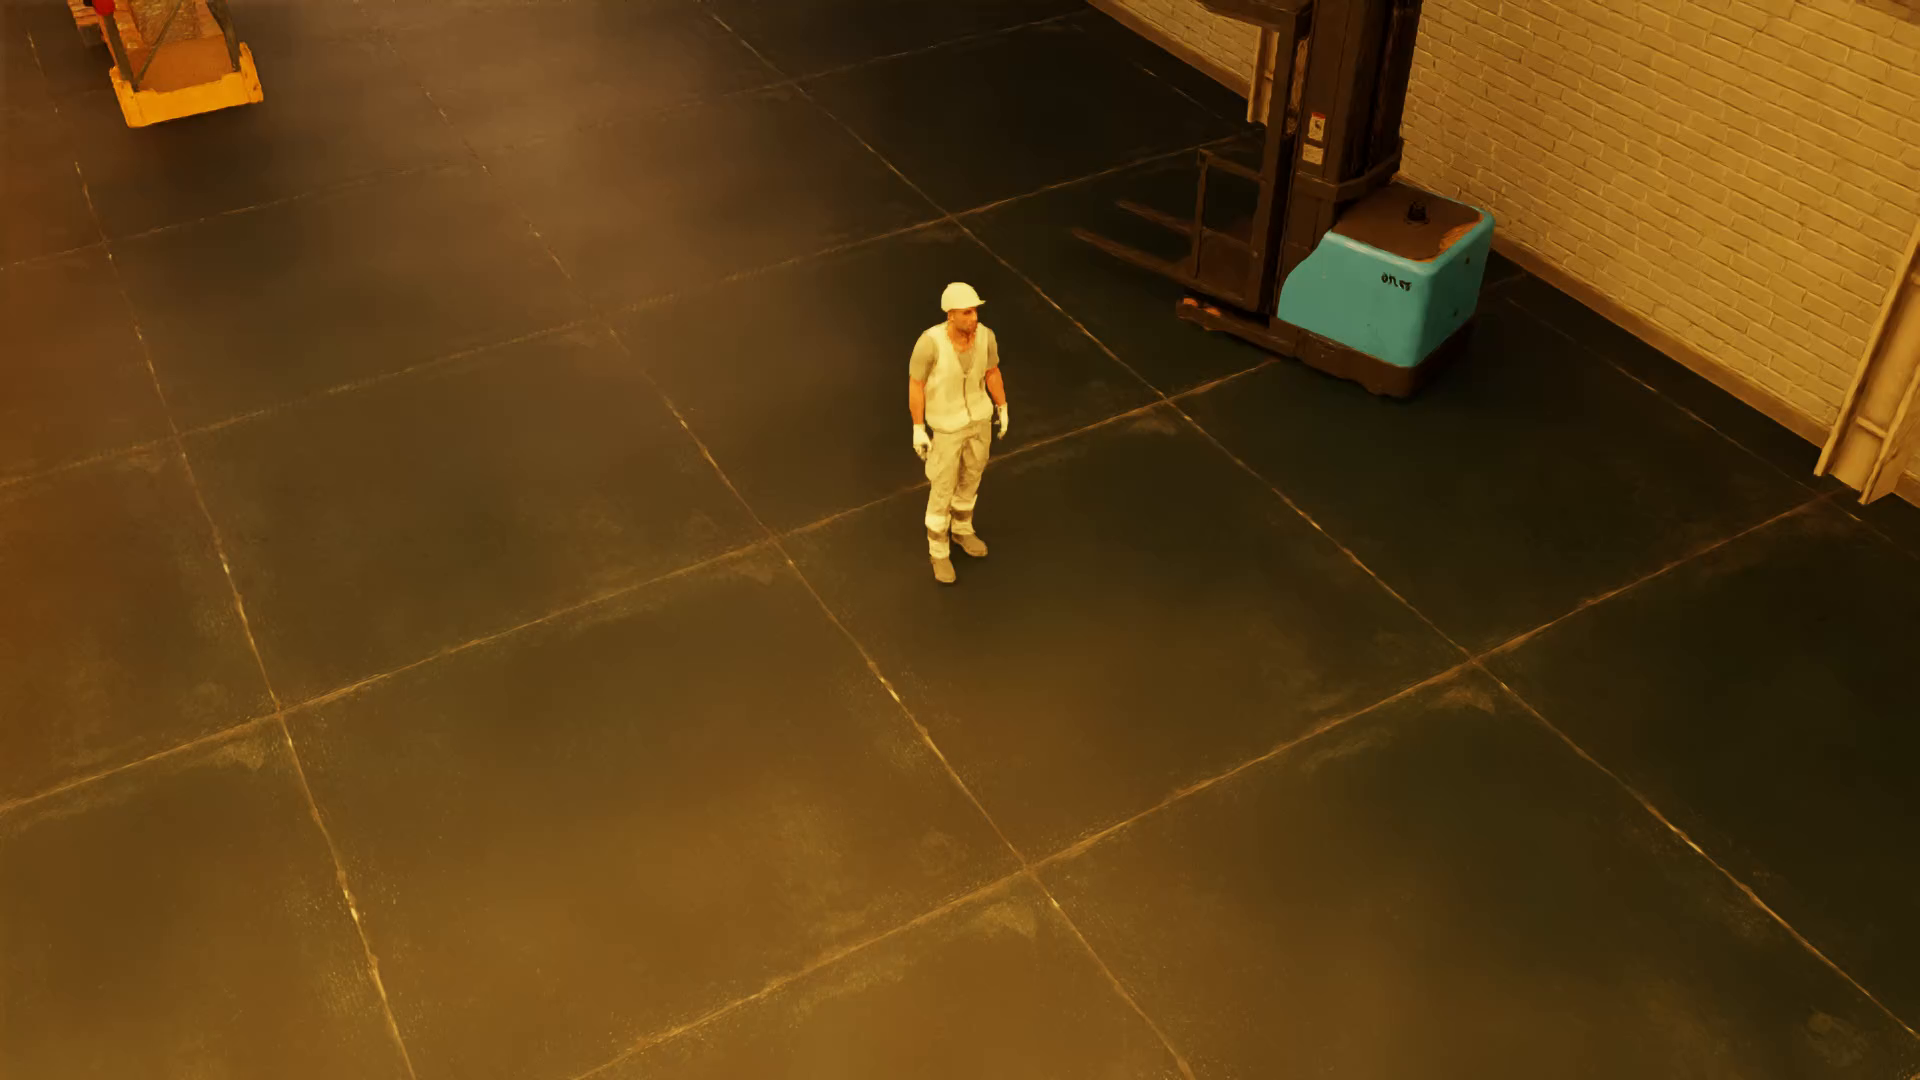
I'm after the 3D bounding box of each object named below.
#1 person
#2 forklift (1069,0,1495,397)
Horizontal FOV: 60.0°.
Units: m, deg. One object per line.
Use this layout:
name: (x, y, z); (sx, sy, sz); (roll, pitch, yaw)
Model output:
person: (0.030, -0.645, 9.698); (0.636, 1.787, 0.561); (-20, 44, -23)
forklift: (2.216, -2.897, 11.529); (3.031, 2.935, 1.130); (28, 47, 30)
